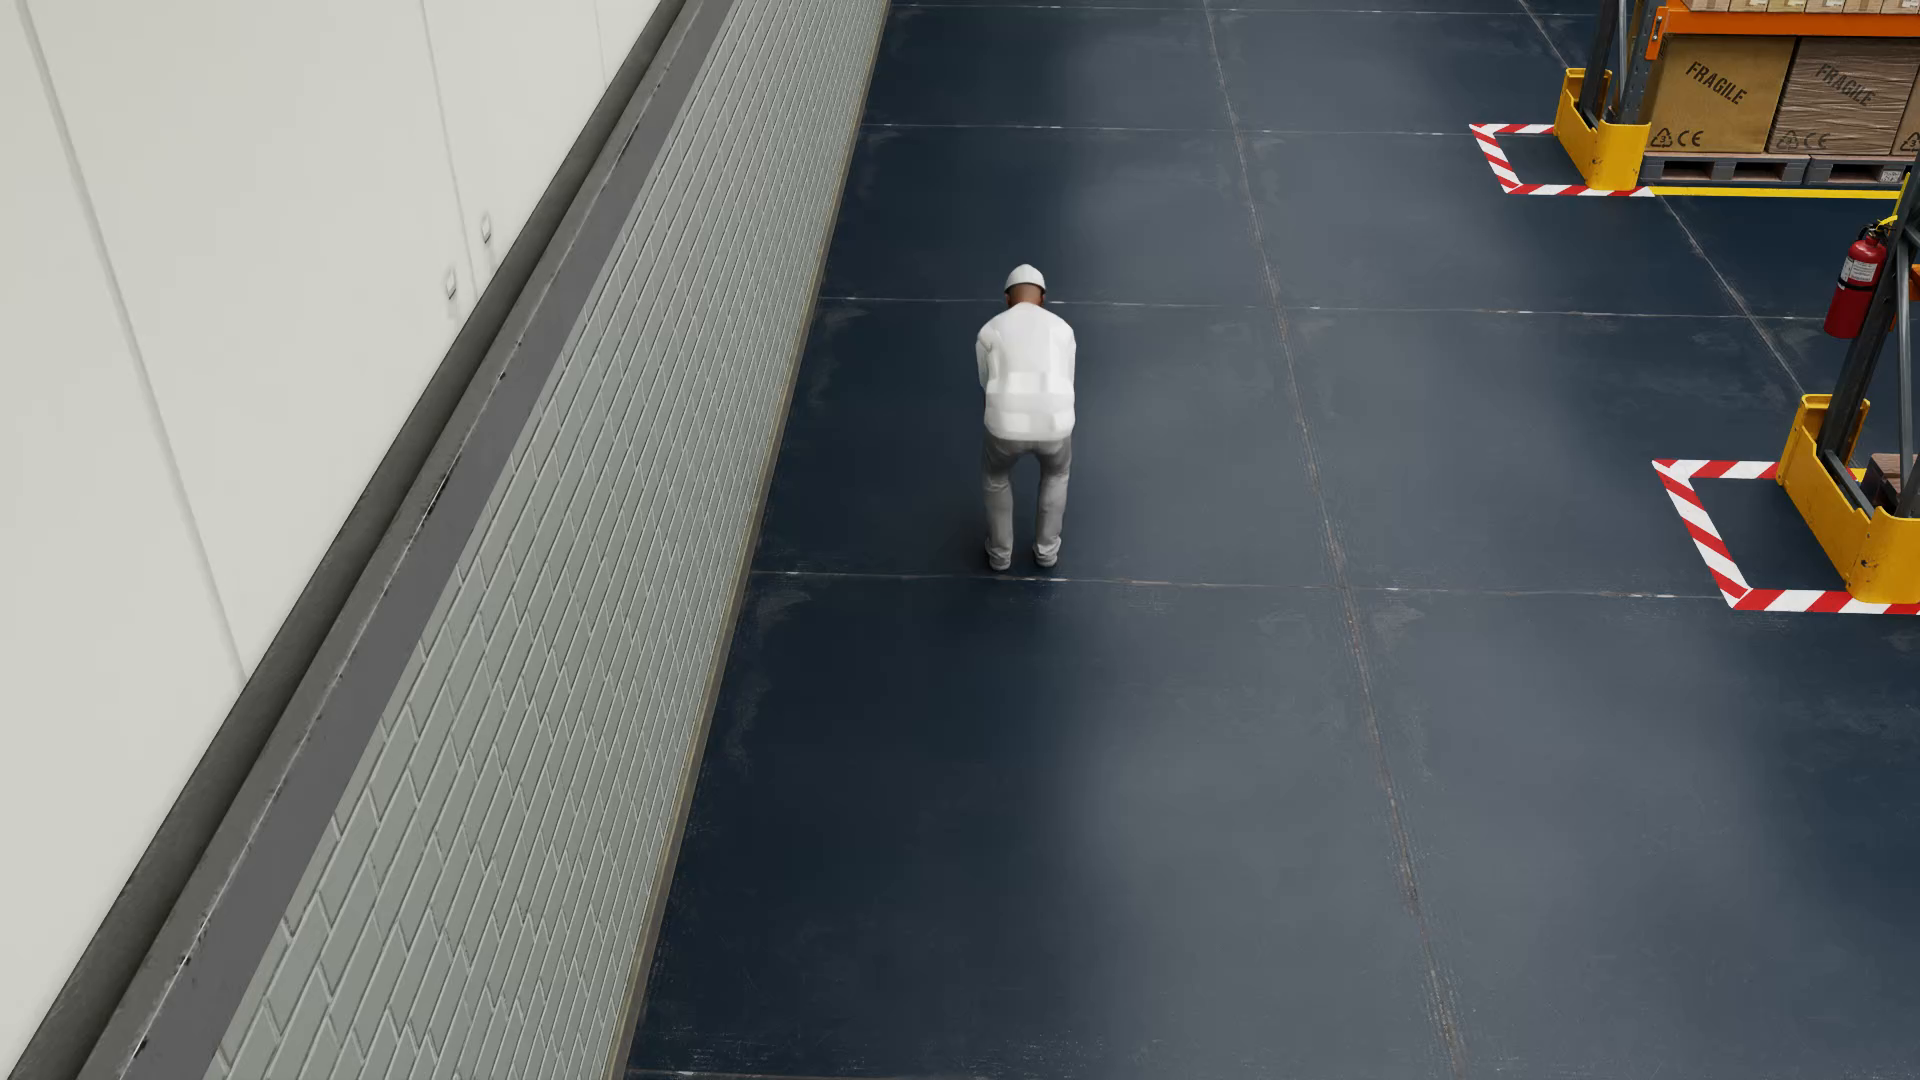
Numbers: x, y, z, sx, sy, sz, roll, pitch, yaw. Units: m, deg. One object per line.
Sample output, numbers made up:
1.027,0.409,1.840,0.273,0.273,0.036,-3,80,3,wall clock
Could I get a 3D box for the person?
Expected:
0.319,-0.588,8.255,0.489,1.377,0.897,0,35,0,person
